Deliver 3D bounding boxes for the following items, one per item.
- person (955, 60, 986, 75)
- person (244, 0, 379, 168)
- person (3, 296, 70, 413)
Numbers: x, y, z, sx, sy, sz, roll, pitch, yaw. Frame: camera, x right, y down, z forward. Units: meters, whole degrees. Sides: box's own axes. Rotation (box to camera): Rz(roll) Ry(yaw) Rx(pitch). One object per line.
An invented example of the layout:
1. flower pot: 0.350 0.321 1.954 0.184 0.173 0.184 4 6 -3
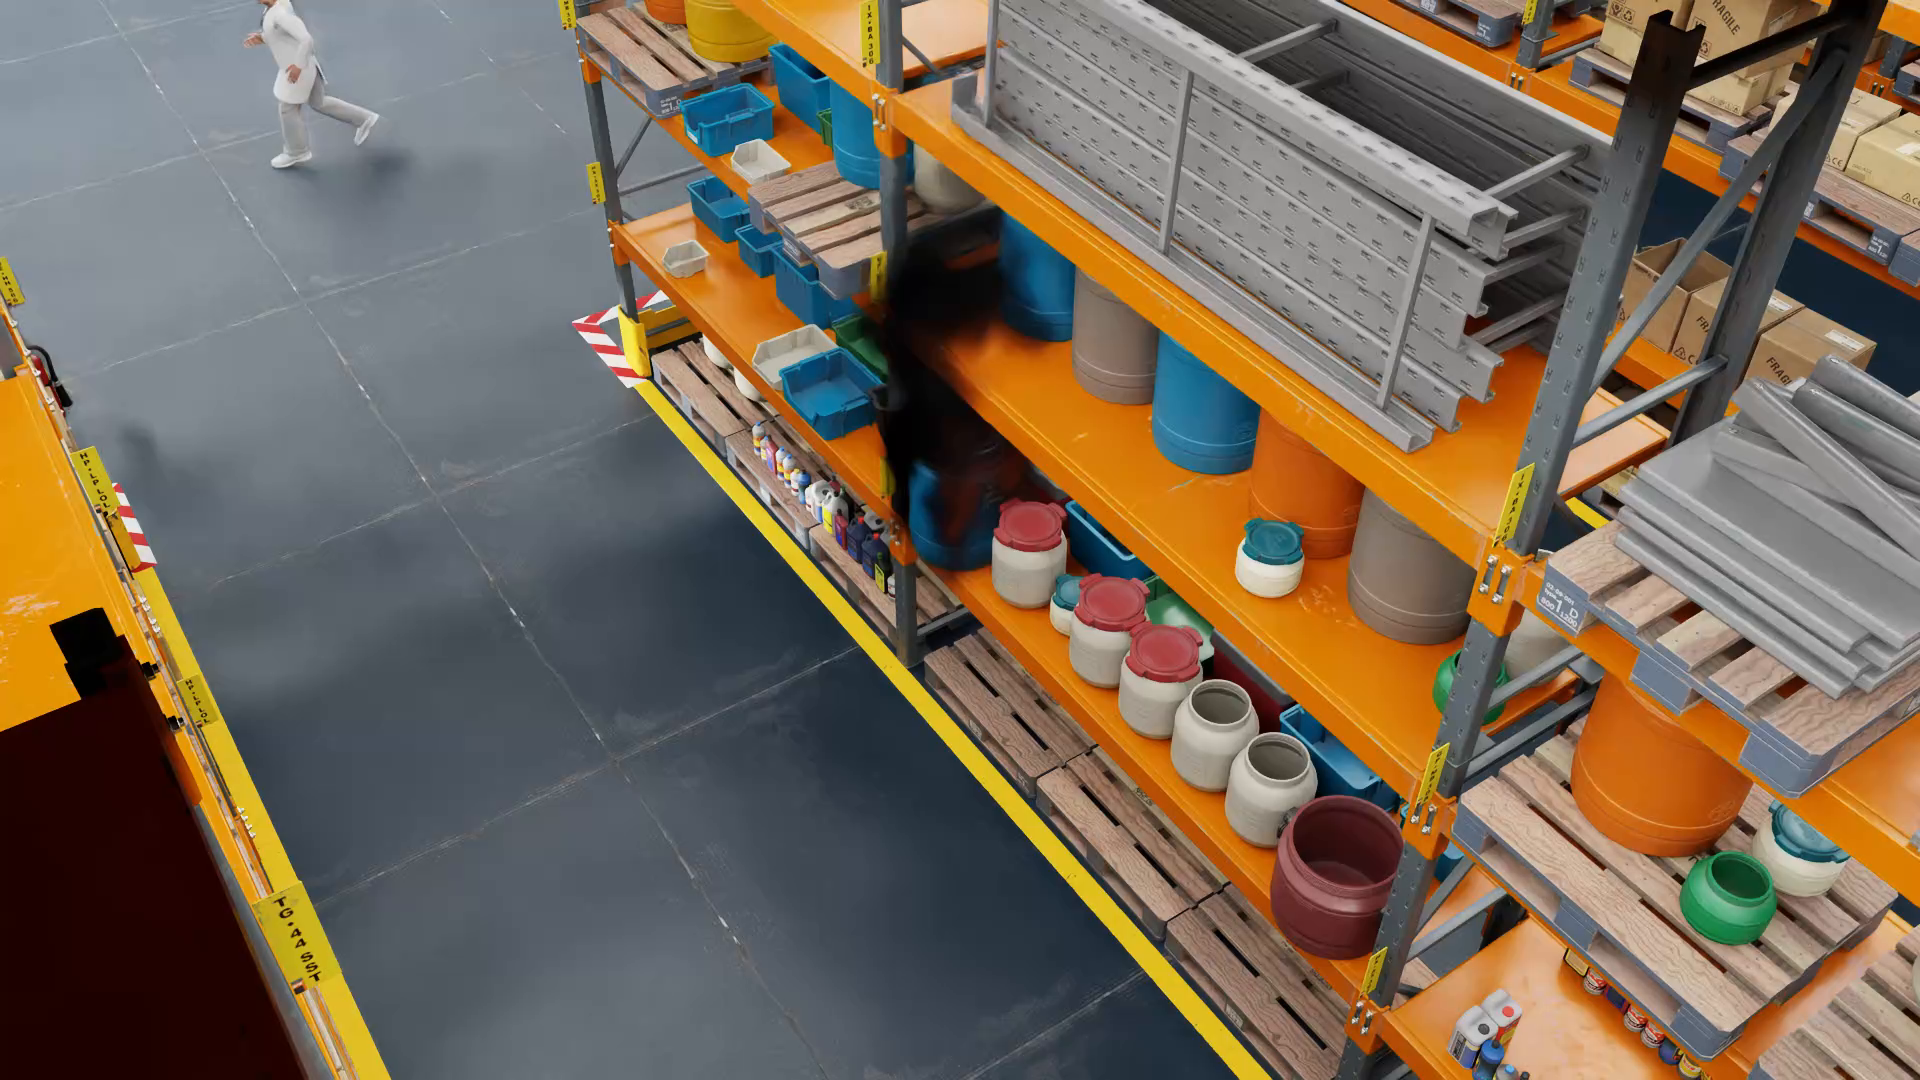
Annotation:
1. person: 0.097 -4.898 15.872 0.588 1.671 0.610 0 43 0
2. person: -5.940 -4.263 15.077 1.044 1.767 0.690 -9 43 -10
3. person: -6.983 -1.328 12.047 0.528 1.610 0.599 5 43 5
